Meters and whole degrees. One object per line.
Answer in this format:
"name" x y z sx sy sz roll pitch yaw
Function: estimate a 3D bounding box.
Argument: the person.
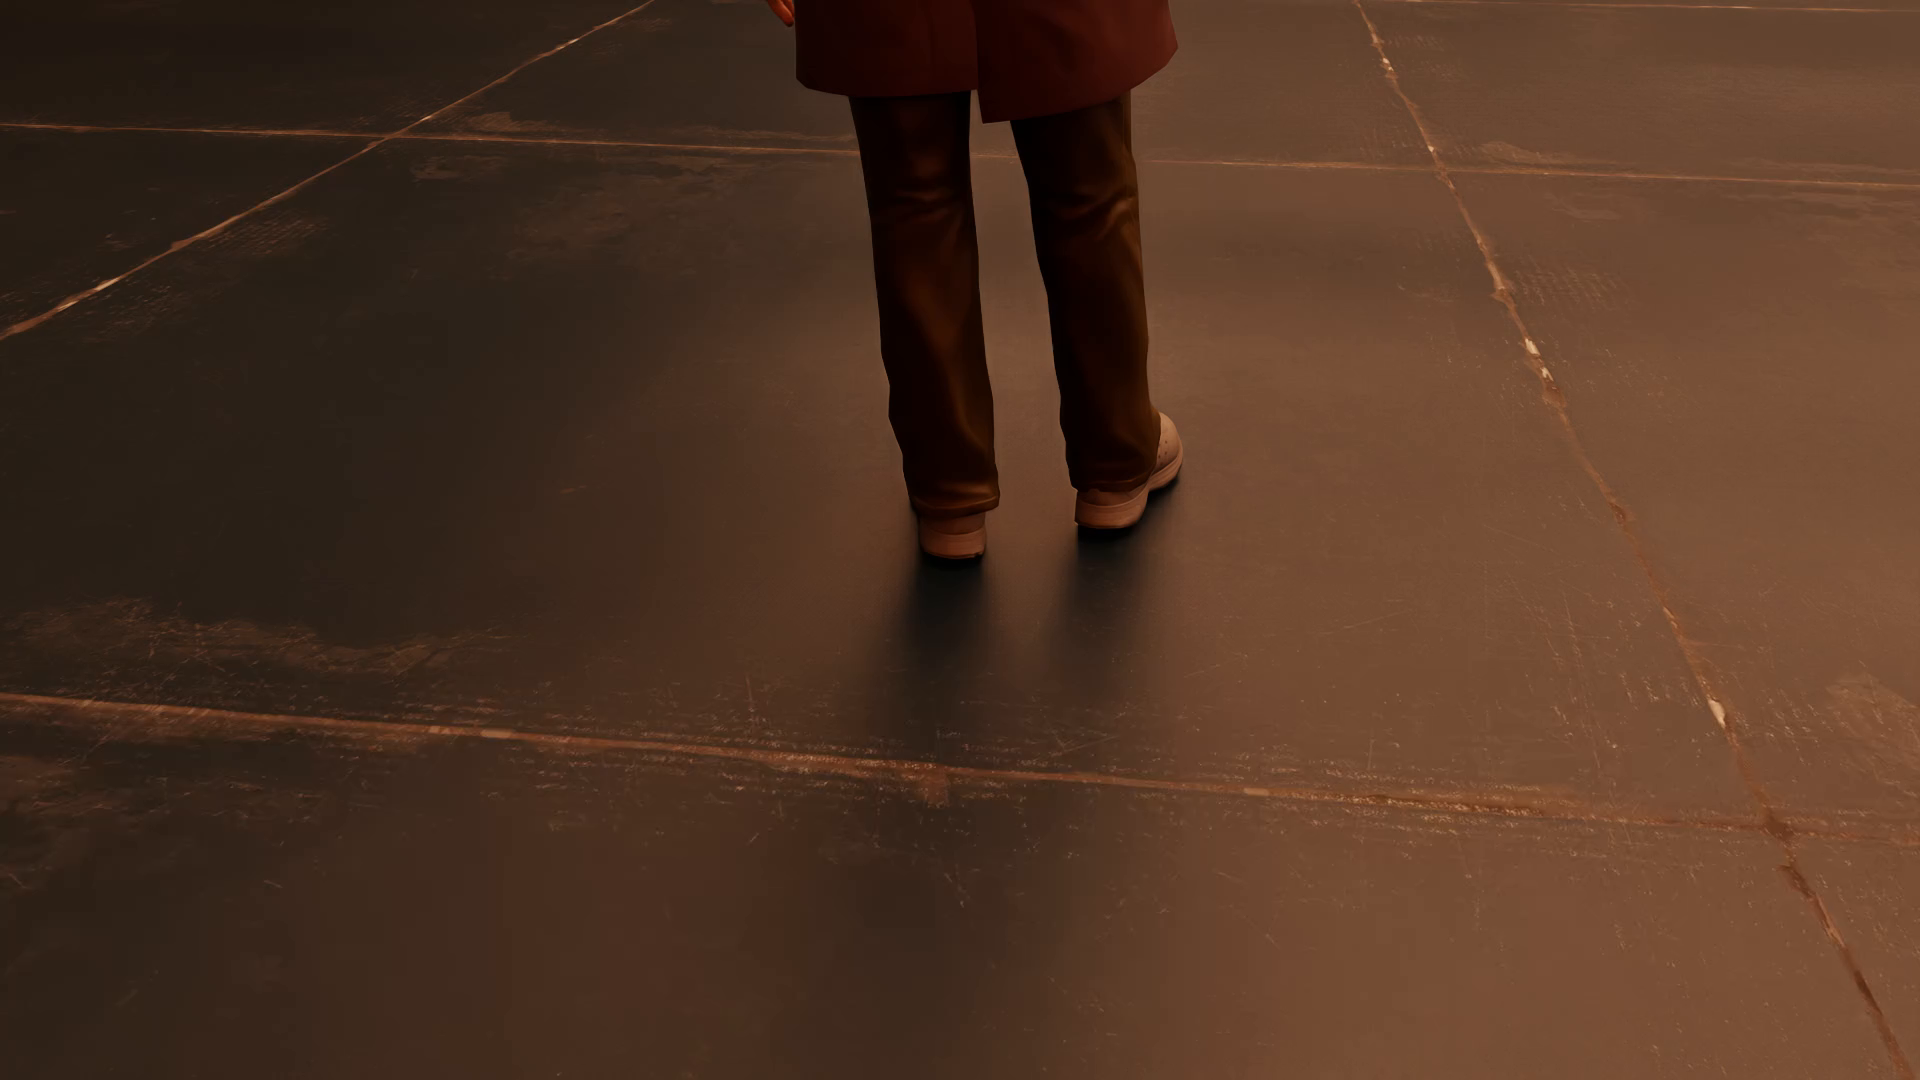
"person" 0.016 -0.844 2.183 0.698 1.778 0.574 3 27 7
